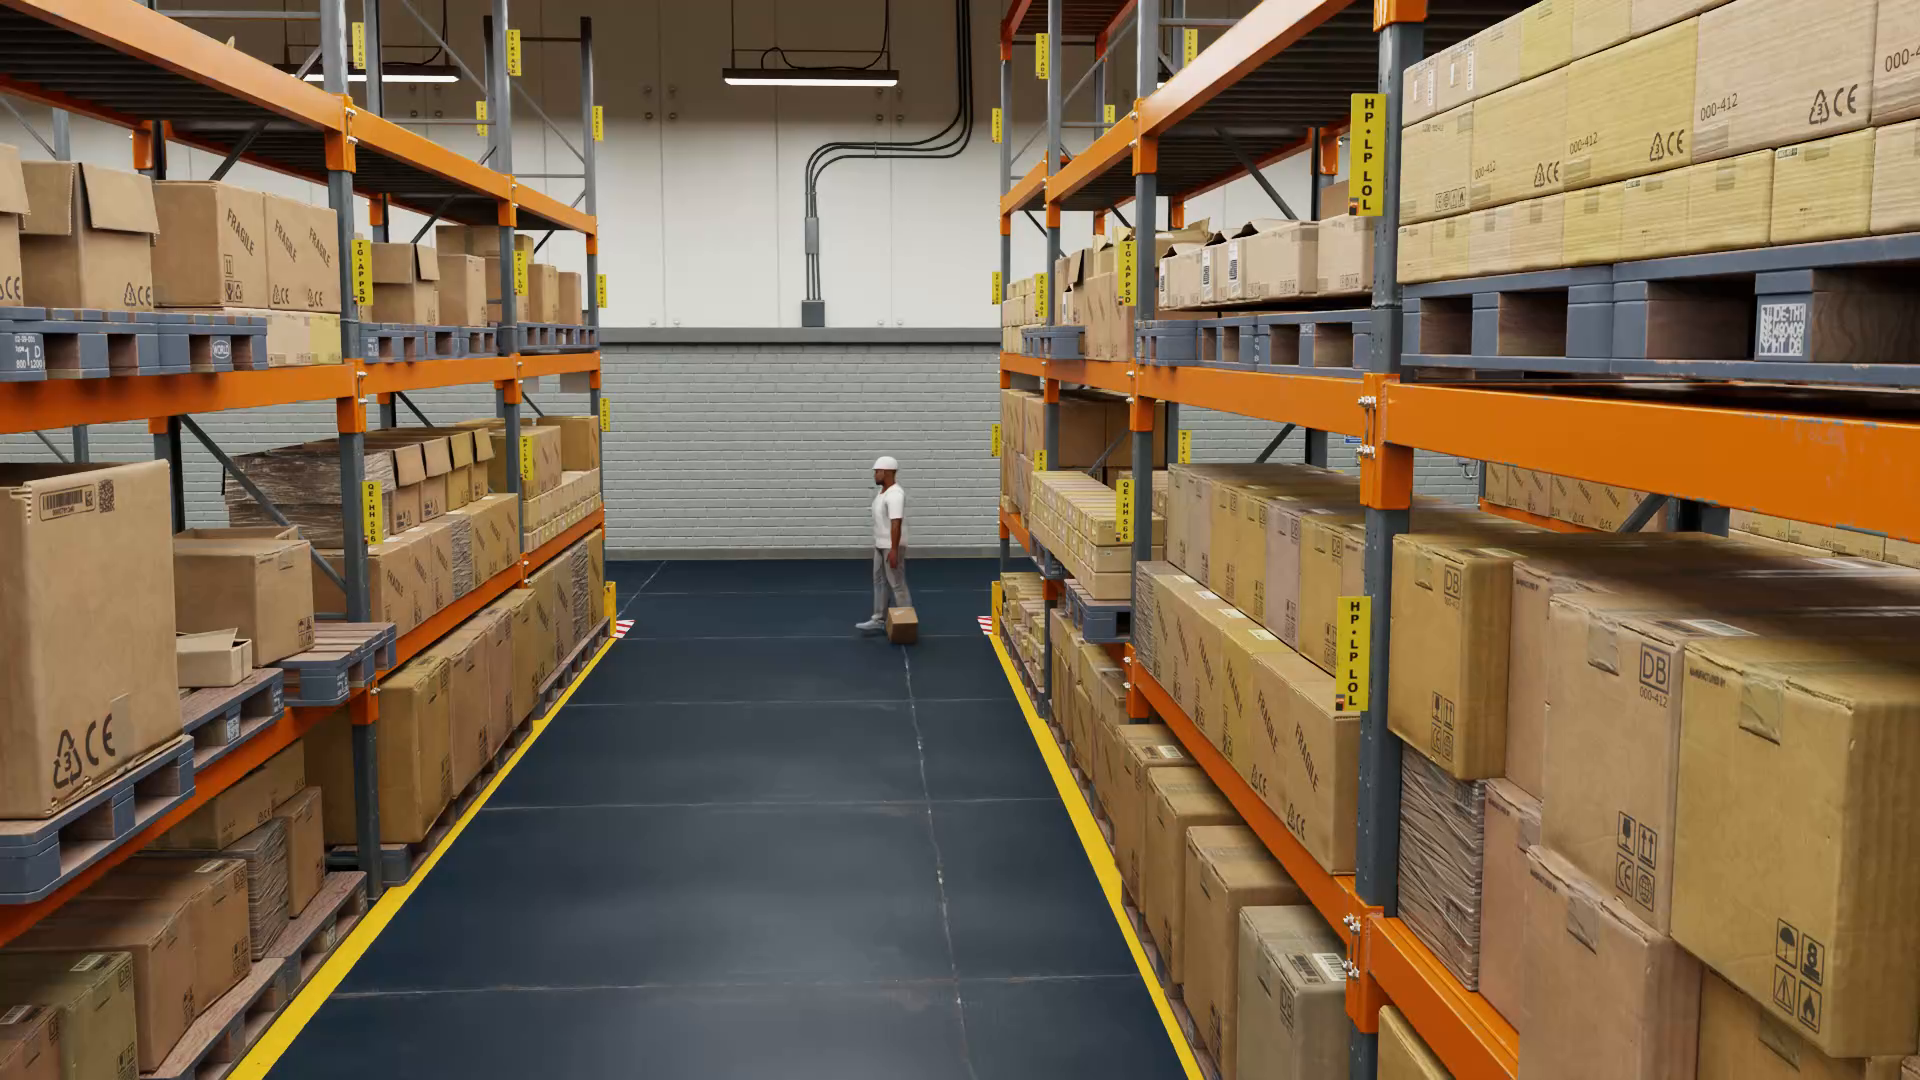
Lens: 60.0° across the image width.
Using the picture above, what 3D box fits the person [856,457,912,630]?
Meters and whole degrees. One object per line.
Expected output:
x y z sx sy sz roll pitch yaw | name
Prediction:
-0.747 0.055 16.437 0.527 1.765 0.743 -2 7 -15 | person
